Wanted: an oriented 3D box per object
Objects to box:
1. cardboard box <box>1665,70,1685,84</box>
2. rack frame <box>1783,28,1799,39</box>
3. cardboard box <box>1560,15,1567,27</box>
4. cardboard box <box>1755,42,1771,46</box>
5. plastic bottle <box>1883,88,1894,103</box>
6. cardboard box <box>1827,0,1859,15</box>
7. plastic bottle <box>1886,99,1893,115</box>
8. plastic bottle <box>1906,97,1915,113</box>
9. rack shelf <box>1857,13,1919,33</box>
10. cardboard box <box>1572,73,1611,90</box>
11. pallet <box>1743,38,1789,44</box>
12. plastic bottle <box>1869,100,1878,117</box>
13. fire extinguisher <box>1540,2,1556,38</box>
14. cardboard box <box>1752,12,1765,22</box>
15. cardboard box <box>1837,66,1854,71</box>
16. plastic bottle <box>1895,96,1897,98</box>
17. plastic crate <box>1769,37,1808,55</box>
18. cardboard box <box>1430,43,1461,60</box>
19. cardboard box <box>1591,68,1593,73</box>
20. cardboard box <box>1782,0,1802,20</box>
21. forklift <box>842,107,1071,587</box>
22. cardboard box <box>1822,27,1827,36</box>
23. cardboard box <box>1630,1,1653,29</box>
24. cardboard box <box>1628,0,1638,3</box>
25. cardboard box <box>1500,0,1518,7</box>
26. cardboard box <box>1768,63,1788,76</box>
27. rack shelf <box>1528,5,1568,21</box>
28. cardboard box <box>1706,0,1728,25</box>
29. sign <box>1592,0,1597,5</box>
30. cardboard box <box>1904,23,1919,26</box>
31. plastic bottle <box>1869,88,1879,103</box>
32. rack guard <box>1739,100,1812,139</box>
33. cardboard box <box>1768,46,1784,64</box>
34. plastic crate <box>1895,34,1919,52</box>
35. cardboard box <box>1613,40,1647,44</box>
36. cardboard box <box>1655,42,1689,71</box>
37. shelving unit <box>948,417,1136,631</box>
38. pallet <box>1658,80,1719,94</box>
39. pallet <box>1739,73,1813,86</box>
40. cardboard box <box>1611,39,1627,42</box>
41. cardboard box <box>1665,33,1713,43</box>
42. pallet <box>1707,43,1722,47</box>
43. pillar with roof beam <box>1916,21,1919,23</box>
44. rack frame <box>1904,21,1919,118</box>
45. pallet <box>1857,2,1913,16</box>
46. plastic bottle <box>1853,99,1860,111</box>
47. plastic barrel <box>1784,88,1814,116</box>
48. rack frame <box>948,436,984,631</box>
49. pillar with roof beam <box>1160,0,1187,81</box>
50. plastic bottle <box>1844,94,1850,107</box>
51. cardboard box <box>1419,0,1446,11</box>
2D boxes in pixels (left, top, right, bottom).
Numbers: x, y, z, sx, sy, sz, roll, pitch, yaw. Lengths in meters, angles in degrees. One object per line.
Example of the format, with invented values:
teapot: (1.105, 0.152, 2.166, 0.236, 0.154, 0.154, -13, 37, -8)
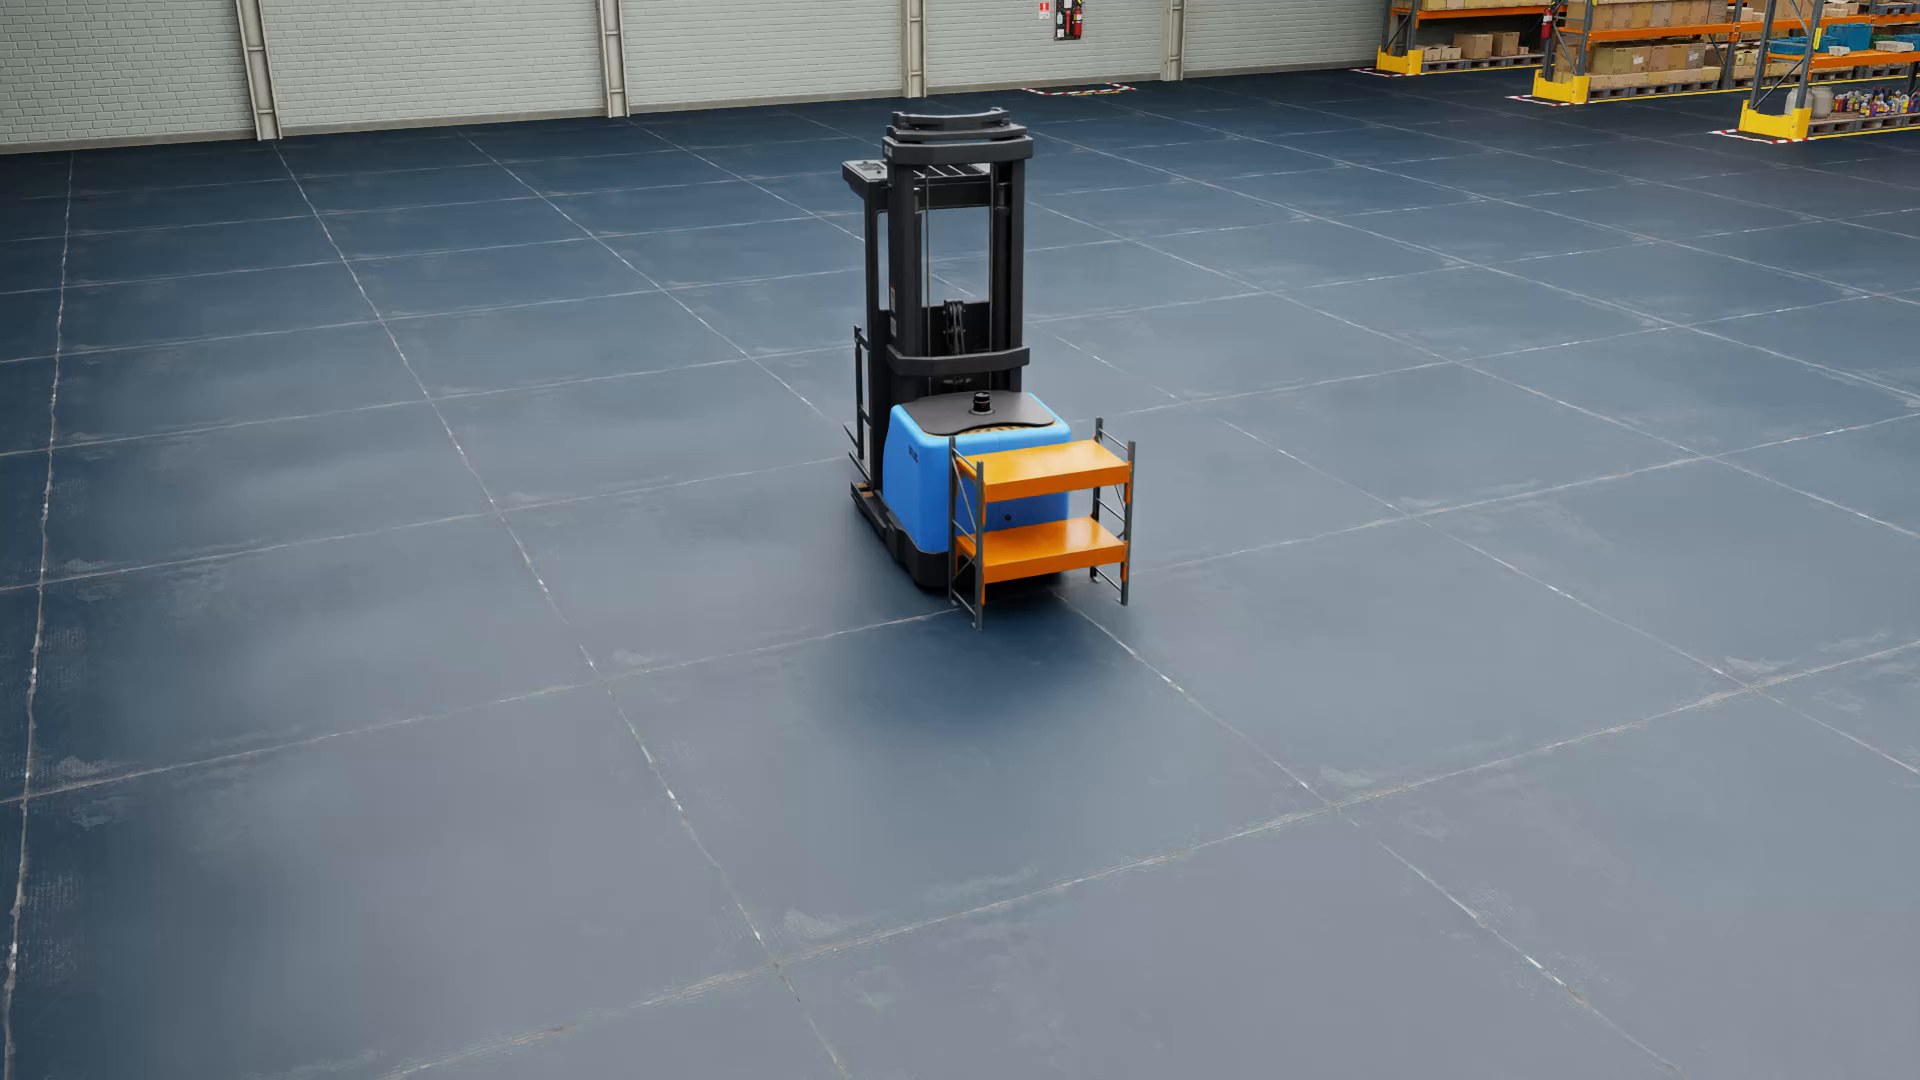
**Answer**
cardboard box: (14.182, -9.332, 33.419, 0.500, 0.250, 0.500, -10, 25, -24)
rack frame: (20.461, -13.762, 41.075, 0.127, 3.000, 1.000, -10, 25, -24)
cardboard box: (14.304, -12.032, 38.608, 0.500, 0.250, 0.500, -11, 25, -25)
cardboard box: (17.016, -10.330, 35.096, 0.500, 0.311, 0.500, -11, 25, -24)
plastic bottle: (16.704, -7.960, 29.945, 0.185, 0.351, 0.144, -10, 25, -24)
cardboard box: (18.662, -11.306, 35.257, 0.500, 0.311, 0.500, -9, 24, -20)
plastic bottle: (16.295, -7.601, 29.181, 0.097, 0.271, 0.097, 0, 22, 0)
plastic bottle: (16.792, -7.690, 29.381, 0.133, 0.283, 0.061, -9, 24, -20)
rack shelf: (20.810, -11.391, 36.288, 4.000, 0.370, 1.077, -10, 25, -24)
cardboard box: (12.379, -9.001, 32.619, 0.500, 0.250, 0.500, -10, 25, -24)
pallet: (19.798, -12.320, 41.236, 1.213, 0.211, 1.003, -10, 25, -24)
plastic bottle: (15.925, -7.530, 28.996, 0.133, 0.283, 0.061, -10, 25, -23)
fire extinguisher: (11.492, -10.170, 32.498, 0.183, 0.674, 0.296, -10, 25, -24)
cardboard box: (16.291, -10.689, 33.979, 0.250, 0.149, 0.380, -10, 25, -24)
cardboard box: (18.640, -10.144, 35.381, 0.500, 0.250, 0.500, -10, 24, -22)
plastic bottle: (16.562, -7.709, 29.427, 0.133, 0.283, 0.061, -10, 25, -24)
plastic crate: (14.266, -8.475, 28.496, 0.616, 0.251, 0.499, -10, 25, -24)
cardboard box: (10.824, -10.911, 37.127, 0.500, 0.311, 0.500, -8, 24, -19)
cardboard box: (12.600, -9.267, 33.260, 0.500, 0.250, 0.500, -10, 25, -24)
cardboard box: (17.029, -11.067, 34.433, 0.500, 0.500, 0.500, -10, 25, -24)
forklift: (-0.180, -1.583, 11.741, 1.130, 2.935, 3.031, -7, 23, -15)
cardboard box: (21.633, -12.972, 41.886, 0.500, 0.500, 0.700, -11, 25, -24)
cardboard box: (13.147, -10.353, 32.709, 0.500, 0.500, 0.700, -10, 25, -23)
cardboard box: (12.937, -10.529, 32.284, 0.250, 0.149, 0.380, -11, 25, -24)
cardboard box: (12.058, -12.024, 37.045, 0.500, 0.250, 0.500, -11, 25, -24)
cardboard box: (16.802, -9.805, 34.561, 0.500, 0.250, 0.500, -11, 25, -25)
rack shelf: (15.054, -12.435, 38.808, 4.000, 0.370, 1.077, -10, 25, -24)
cardboard box: (15.007, -10.699, 33.544, 0.500, 0.500, 0.700, -11, 25, -25)
sign: (12.035, -10.309, 31.498, 0.005, 0.325, 0.100, -10, 25, -24)
cardboard box: (21.170, -11.288, 36.811, 0.500, 0.250, 0.500, -10, 25, -24)
plastic bottle: (16.472, -7.978, 29.990, 0.185, 0.351, 0.144, -12, 25, -26)
rack guard: (13.993, -7.231, 28.566, 0.348, 0.500, 1.175, -10, 25, -24)
cardboard box: (16.804, -10.062, 34.448, 0.500, 0.311, 0.500, -11, 25, -25)
plastic crate: (16.669, -8.675, 28.980, 0.616, 0.251, 0.499, -10, 25, -24)
cardboard box: (13.500, -9.780, 33.520, 0.500, 0.500, 0.500, -10, 25, -24)
cardboard box: (14.176, -9.683, 33.287, 0.500, 0.500, 0.500, -10, 25, -24)
shelving unit: (0.506, -0.113, 10.541, 1.048, 1.125, 0.538, -9, 25, -20)
pallet: (14.669, -9.323, 33.996, 1.213, 0.211, 1.003, -10, 25, -24)
pallet: (17.152, -9.780, 35.100, 1.213, 0.211, 1.003, -10, 25, -24)
cardboard box: (15.280, -11.872, 39.202, 0.500, 0.500, 0.700, -11, 25, -24)
cardboard box: (17.576, -12.376, 39.988, 0.750, 0.750, 0.750, -11, 25, -24)
pallet: (17.600, -11.915, 40.258, 1.213, 0.211, 1.003, -10, 25, -24)
pillar with roof beam: (27.990, -16.460, 39.748, 0.400, 9.000, 9.100, -10, 25, -24)
rack frame: (17.549, -9.021, 29.621, 0.127, 3.000, 1.000, -10, 25, -24)
pallet: (19.589, -11.440, 35.716, 1.003, 0.211, 1.213, -10, 25, -24)
plastic bottle: (16.013, -7.773, 29.691, 0.097, 0.201, 0.097, 0, 22, 0)
plastic barrel: (14.505, -7.537, 28.741, 0.421, 0.512, 0.421, 0, 22, 0)
rack frame: (0.034, -0.041, 10.367, 0.032, 1.125, 0.500, -9, 25, -20)
pillar with roof beam: (6.364, -12.479, 30.131, 0.400, 9.000, 9.100, -10, 25, -24)
plastic bottle: (15.773, -7.813, 29.690, 0.135, 0.276, 0.152, -11, 25, -25)
cardboard box: (10.225, -11.683, 36.222, 0.500, 0.250, 0.500, -11, 25, -25)
